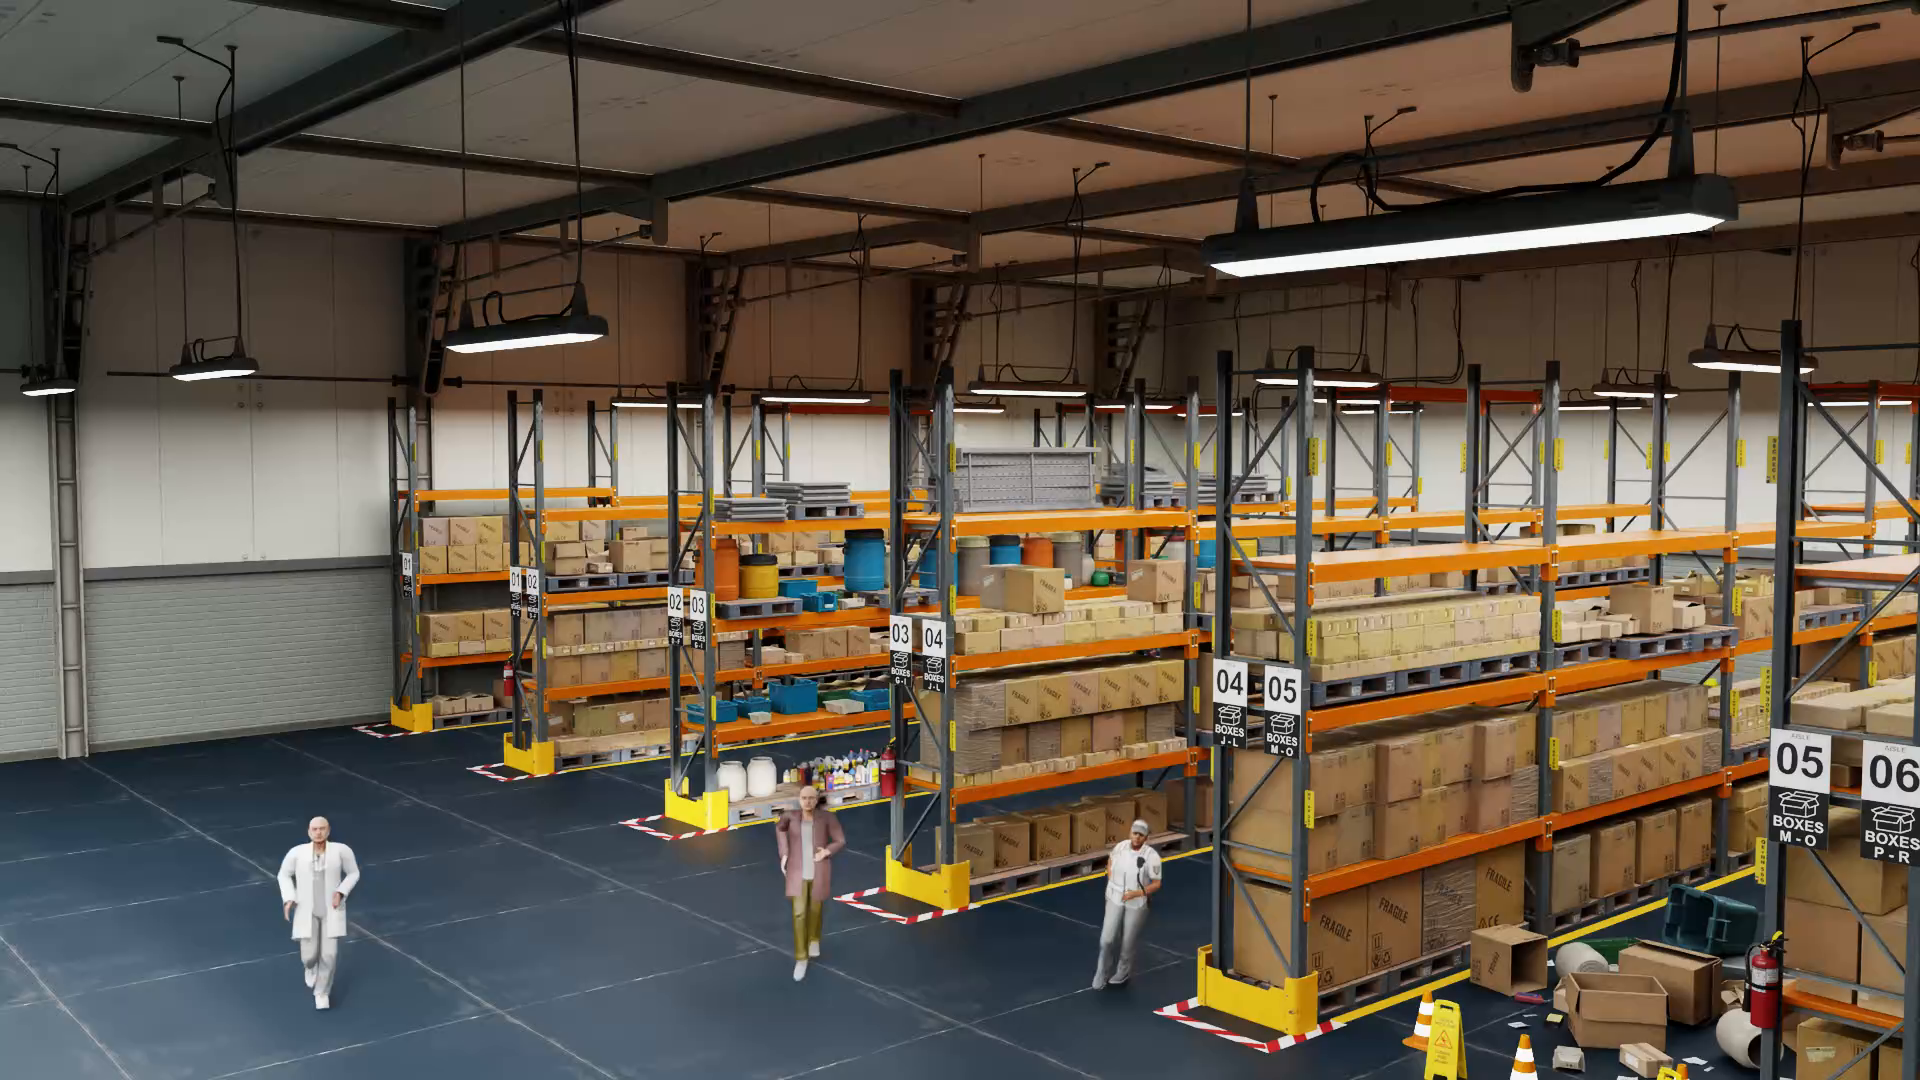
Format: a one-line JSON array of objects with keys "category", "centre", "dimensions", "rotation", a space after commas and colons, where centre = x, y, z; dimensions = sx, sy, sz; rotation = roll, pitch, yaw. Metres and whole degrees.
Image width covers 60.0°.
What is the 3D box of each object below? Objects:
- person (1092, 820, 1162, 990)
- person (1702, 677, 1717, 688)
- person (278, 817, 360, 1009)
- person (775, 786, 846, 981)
[{"category": "person", "centre": [1.579, 3.443, 15.661], "dimensions": [0.659, 1.656, 0.600], "rotation": [1, 4, 20]}, {"category": "person", "centre": [10.962, 2.880, 24.199], "dimensions": [0.848, 1.802, 0.727], "rotation": [-3, 4, -42]}, {"category": "person", "centre": [-5.891, 3.409, 15.303], "dimensions": [0.710, 1.733, 0.638], "rotation": [-1, 4, -20]}, {"category": "person", "centre": [-1.474, 3.318, 16.394], "dimensions": [0.693, 1.827, 0.916], "rotation": [0, 3, -5]}]
